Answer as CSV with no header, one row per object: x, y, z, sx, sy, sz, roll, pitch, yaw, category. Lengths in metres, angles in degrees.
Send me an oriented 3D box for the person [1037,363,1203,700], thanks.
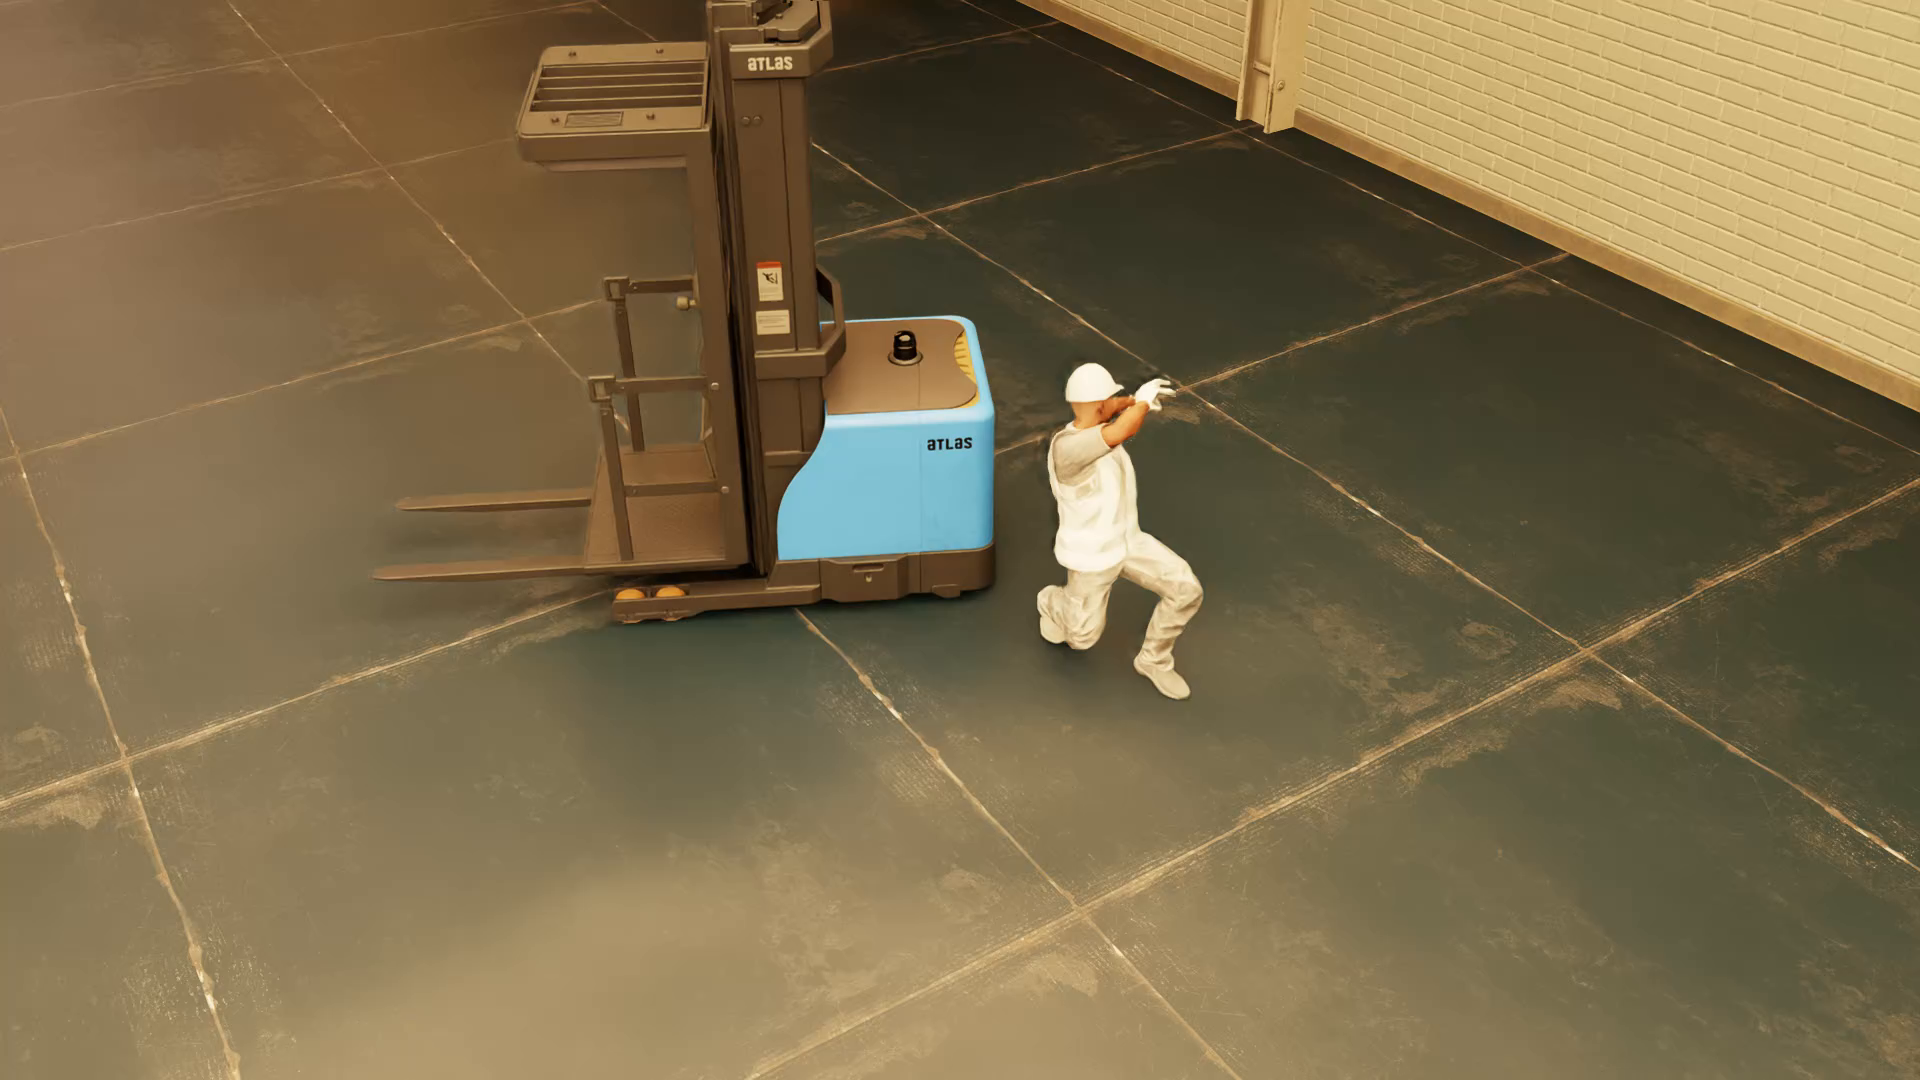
0.865,-0.140,7.617,0.916,1.483,1.067,28,44,34,person

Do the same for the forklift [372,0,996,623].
-1.375,-1.113,7.731,3.031,2.935,1.130,-3,35,-5,forklift
